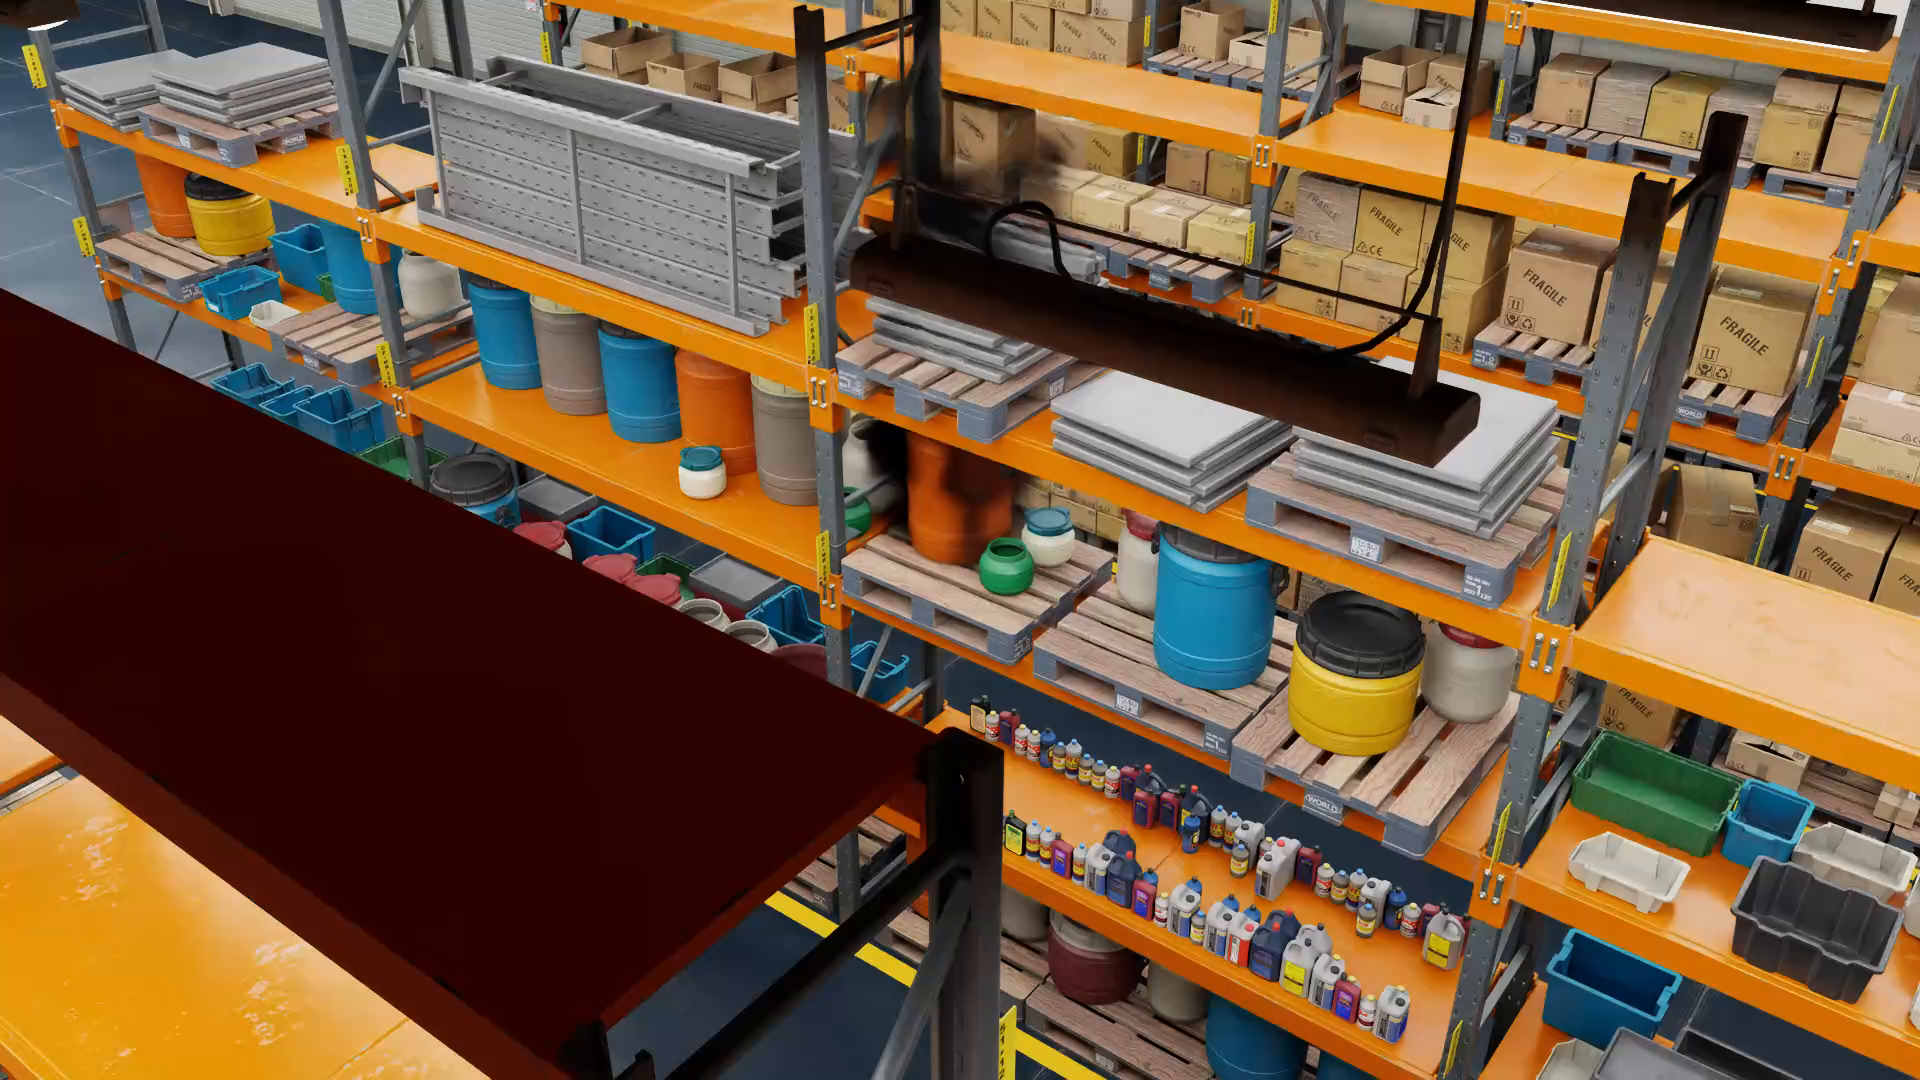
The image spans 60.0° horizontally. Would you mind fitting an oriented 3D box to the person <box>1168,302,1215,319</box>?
[{"bbox_3d":[2.355,-1.997,16.920,0.658,1.728,0.641,18,36,26],"label":"person"}]
